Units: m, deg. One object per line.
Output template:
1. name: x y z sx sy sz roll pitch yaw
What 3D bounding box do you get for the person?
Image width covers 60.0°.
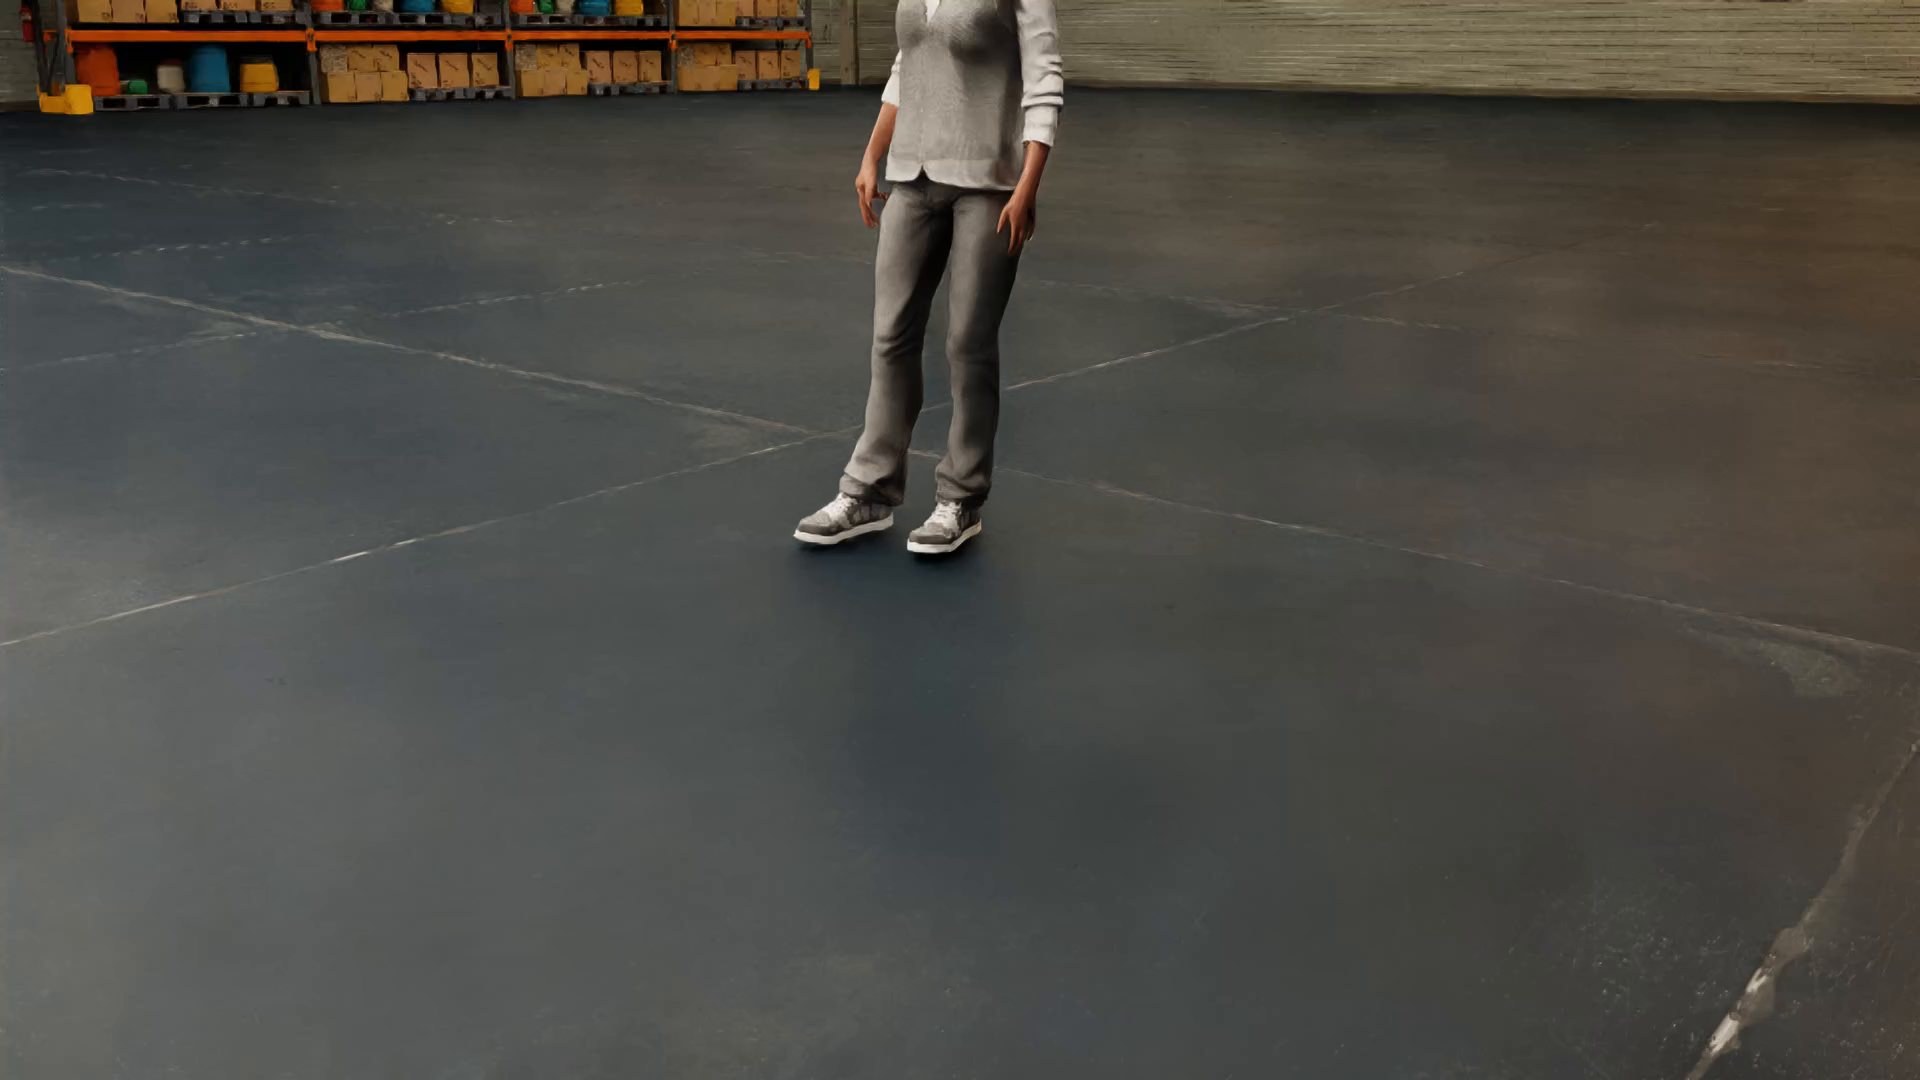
1. person: -0.058 -0.757 3.662 0.521 1.597 0.474 13 21 37
